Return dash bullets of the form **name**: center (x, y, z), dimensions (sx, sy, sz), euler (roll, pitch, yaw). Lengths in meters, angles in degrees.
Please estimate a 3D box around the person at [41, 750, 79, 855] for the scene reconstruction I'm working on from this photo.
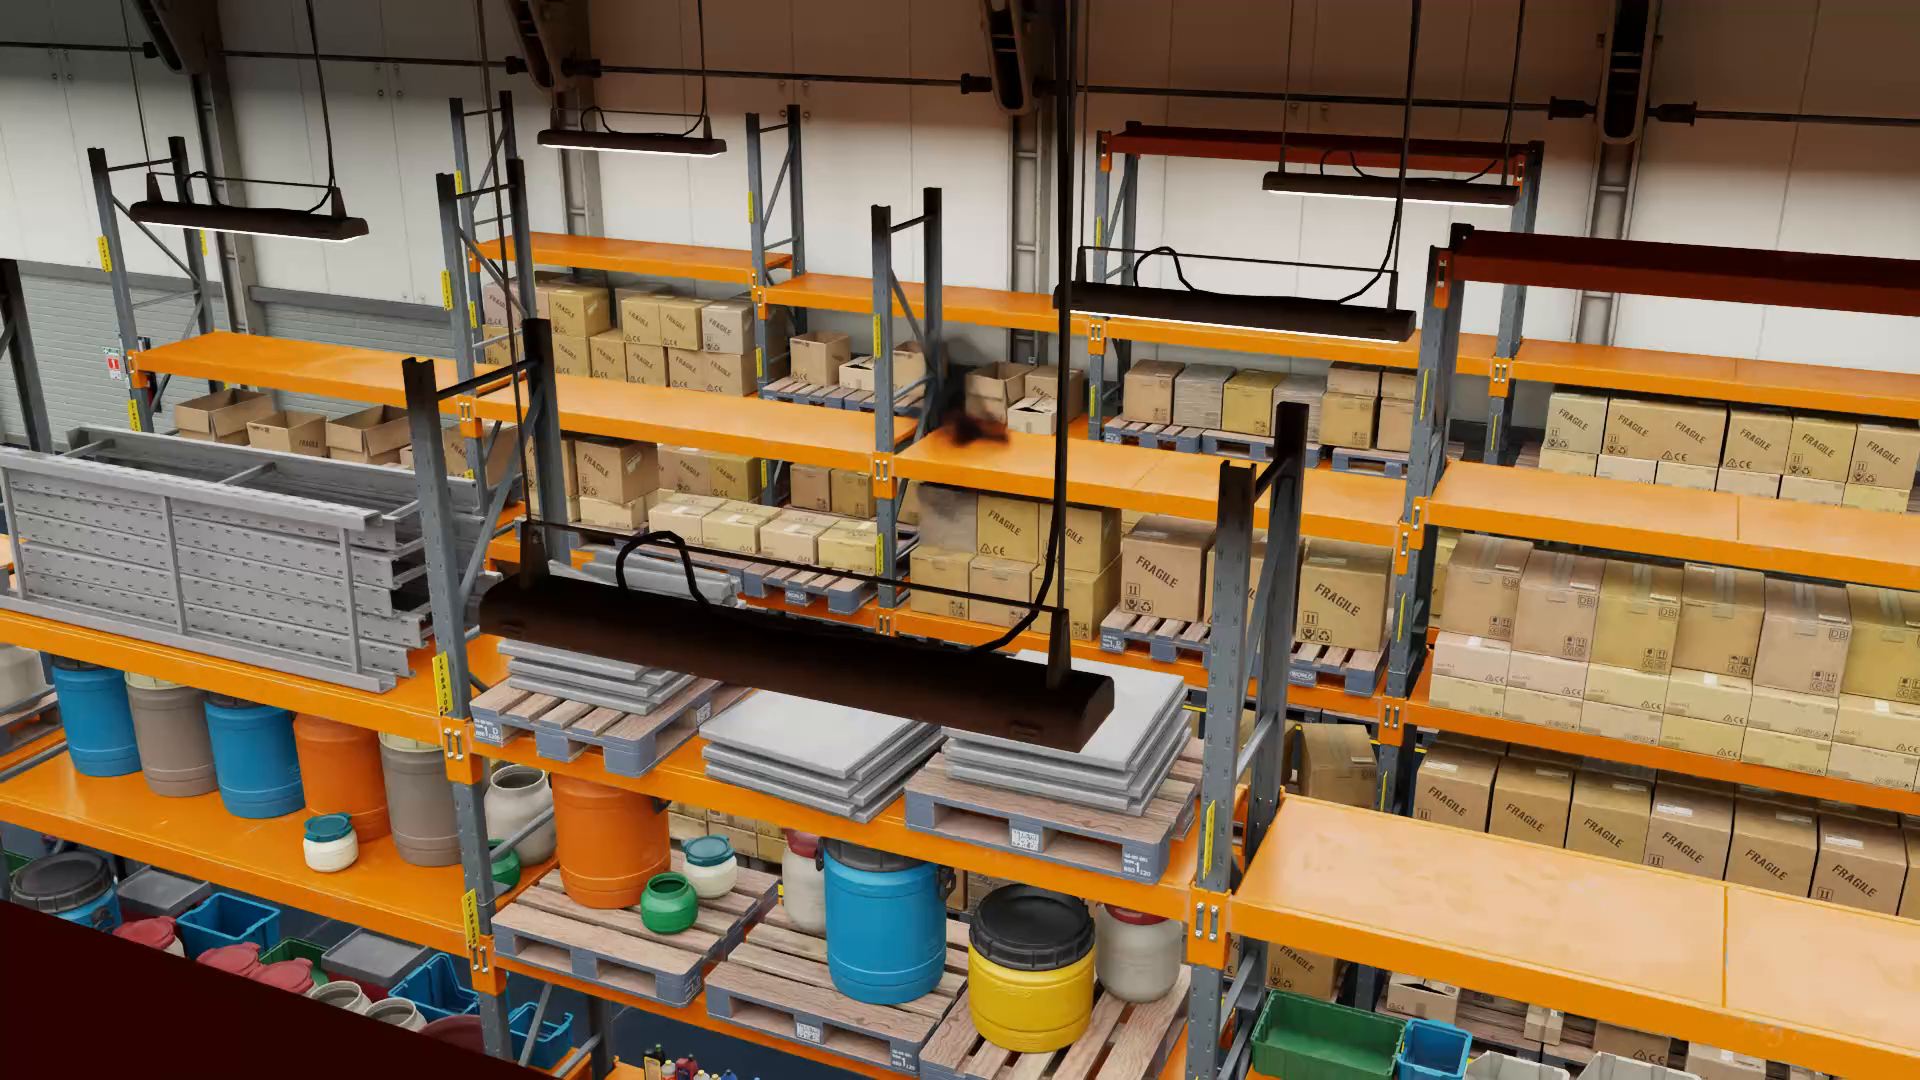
- **person**: center (-7.464, 2.492, 14.021), dimensions (0.580, 1.465, 0.562), euler (7, 22, 19)
